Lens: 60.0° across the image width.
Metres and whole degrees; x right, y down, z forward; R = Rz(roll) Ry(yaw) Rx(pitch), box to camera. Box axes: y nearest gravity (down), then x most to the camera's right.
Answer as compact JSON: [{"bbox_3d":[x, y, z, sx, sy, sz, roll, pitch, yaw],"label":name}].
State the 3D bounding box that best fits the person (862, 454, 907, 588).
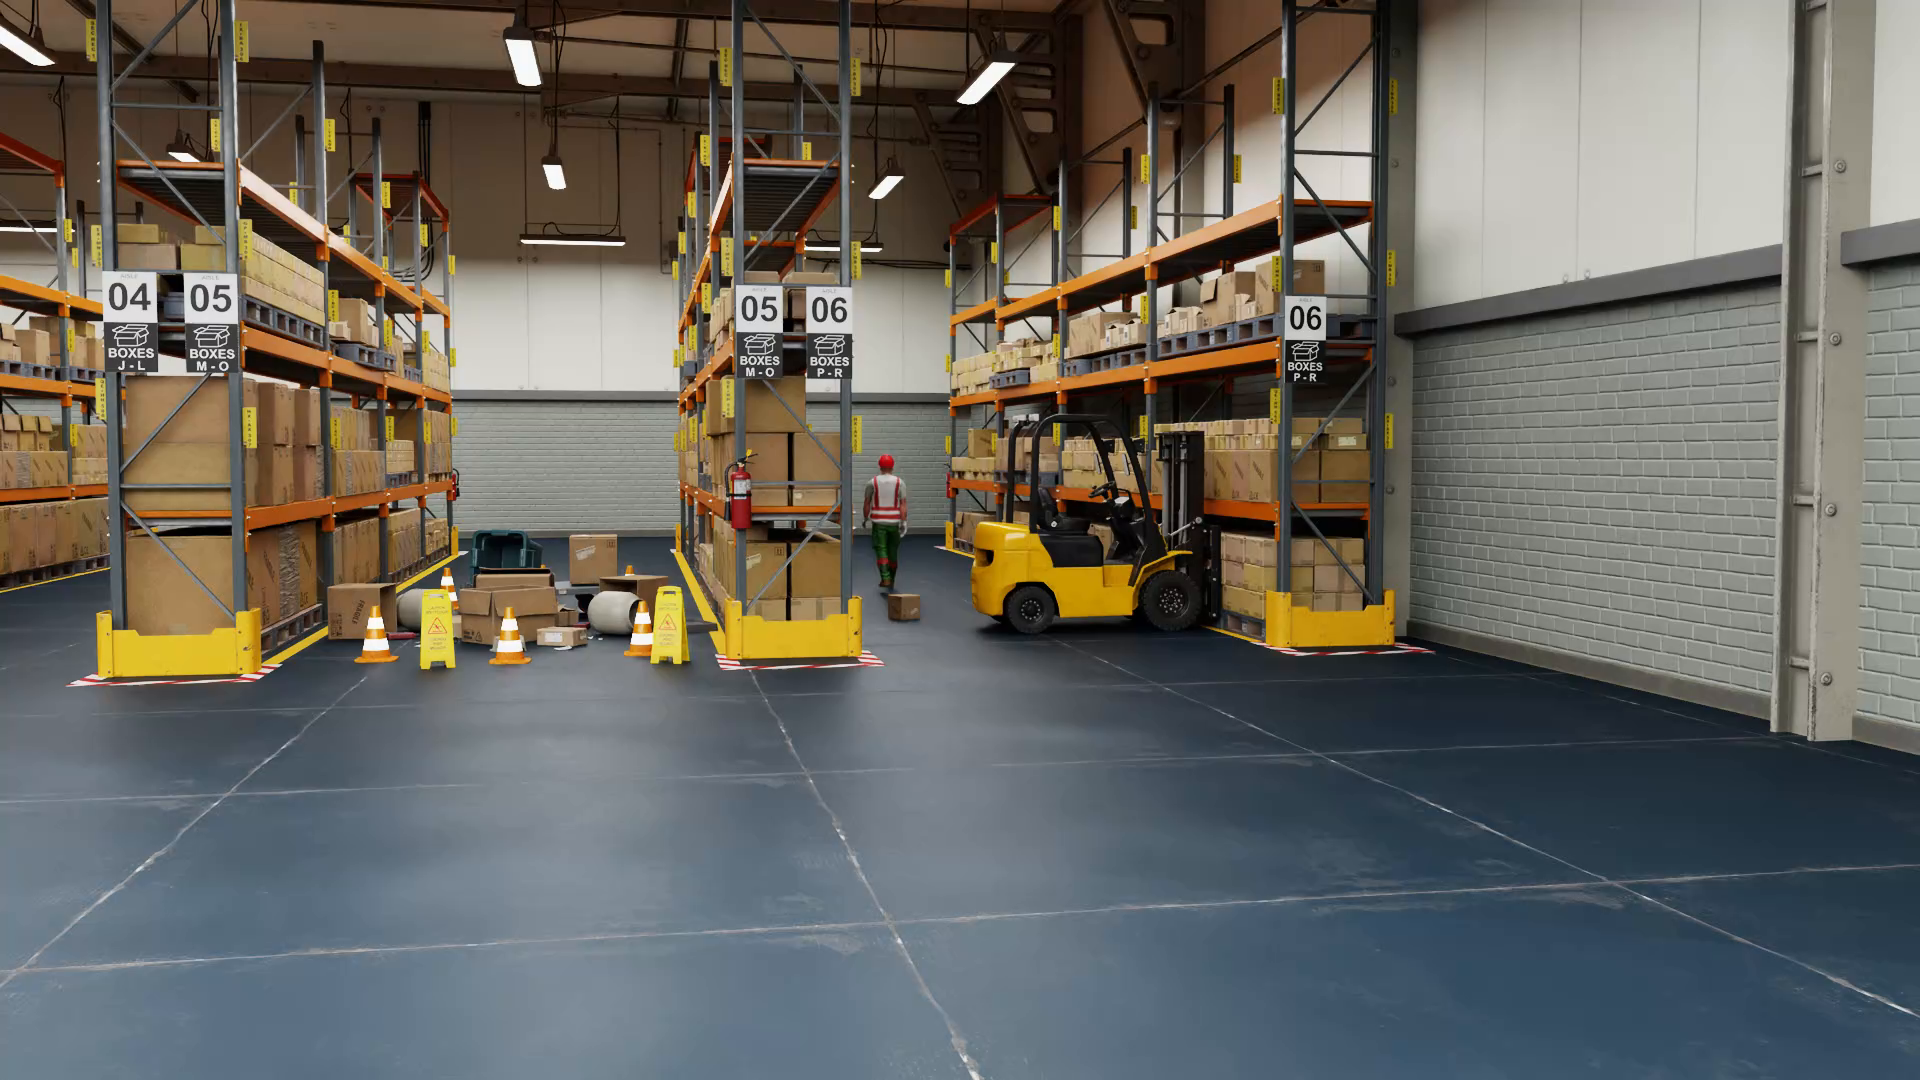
[{"bbox_3d":[-0.981,-0.235,21.454,0.547,1.747,1.035,-1,3,-11],"label":"person"}]
